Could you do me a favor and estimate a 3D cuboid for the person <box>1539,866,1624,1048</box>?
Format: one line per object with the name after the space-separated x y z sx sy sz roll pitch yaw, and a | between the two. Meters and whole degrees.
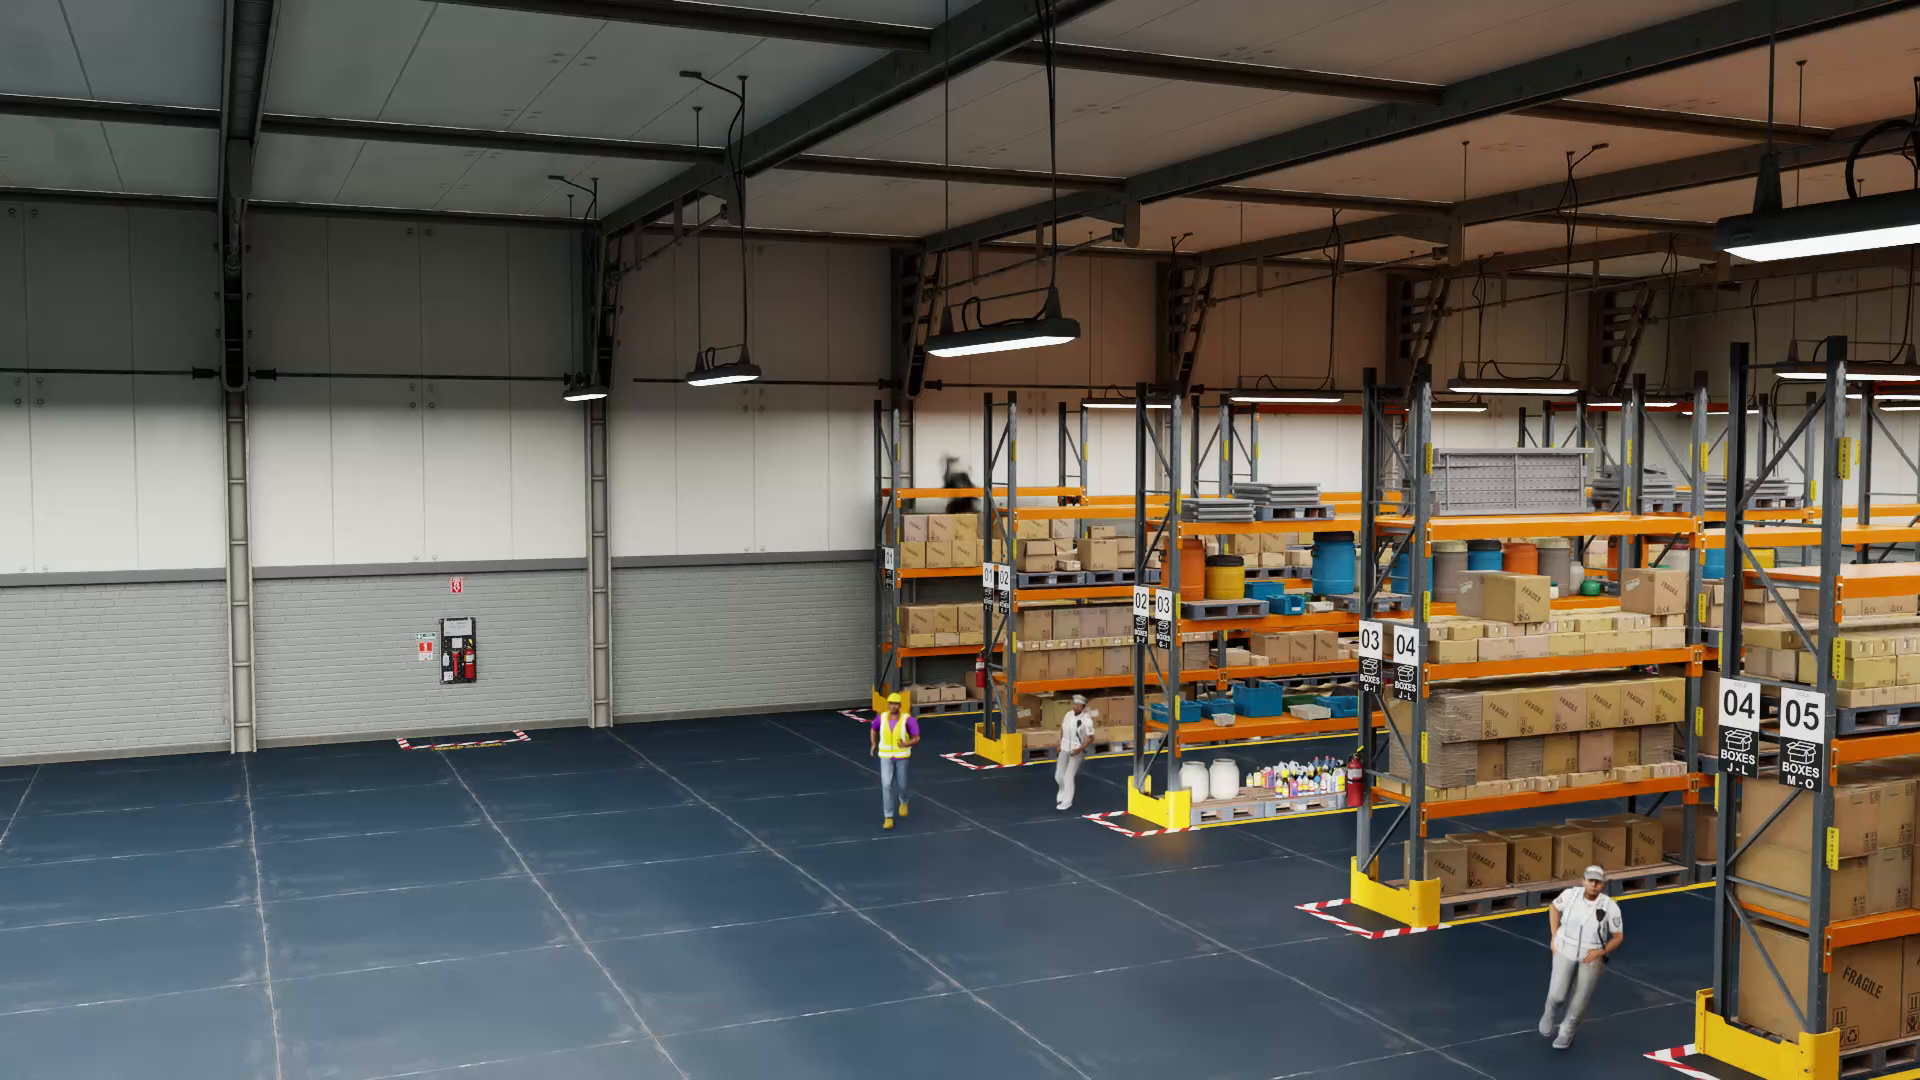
5.258 3.546 14.090 0.672 1.591 0.501 2 4 25 | person

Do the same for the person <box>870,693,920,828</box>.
-0.887 2.948 22.539 0.711 1.761 0.918 0 3 5 | person

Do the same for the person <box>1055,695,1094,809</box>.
1.593 2.983 23.454 0.638 1.640 0.517 2 4 28 | person
